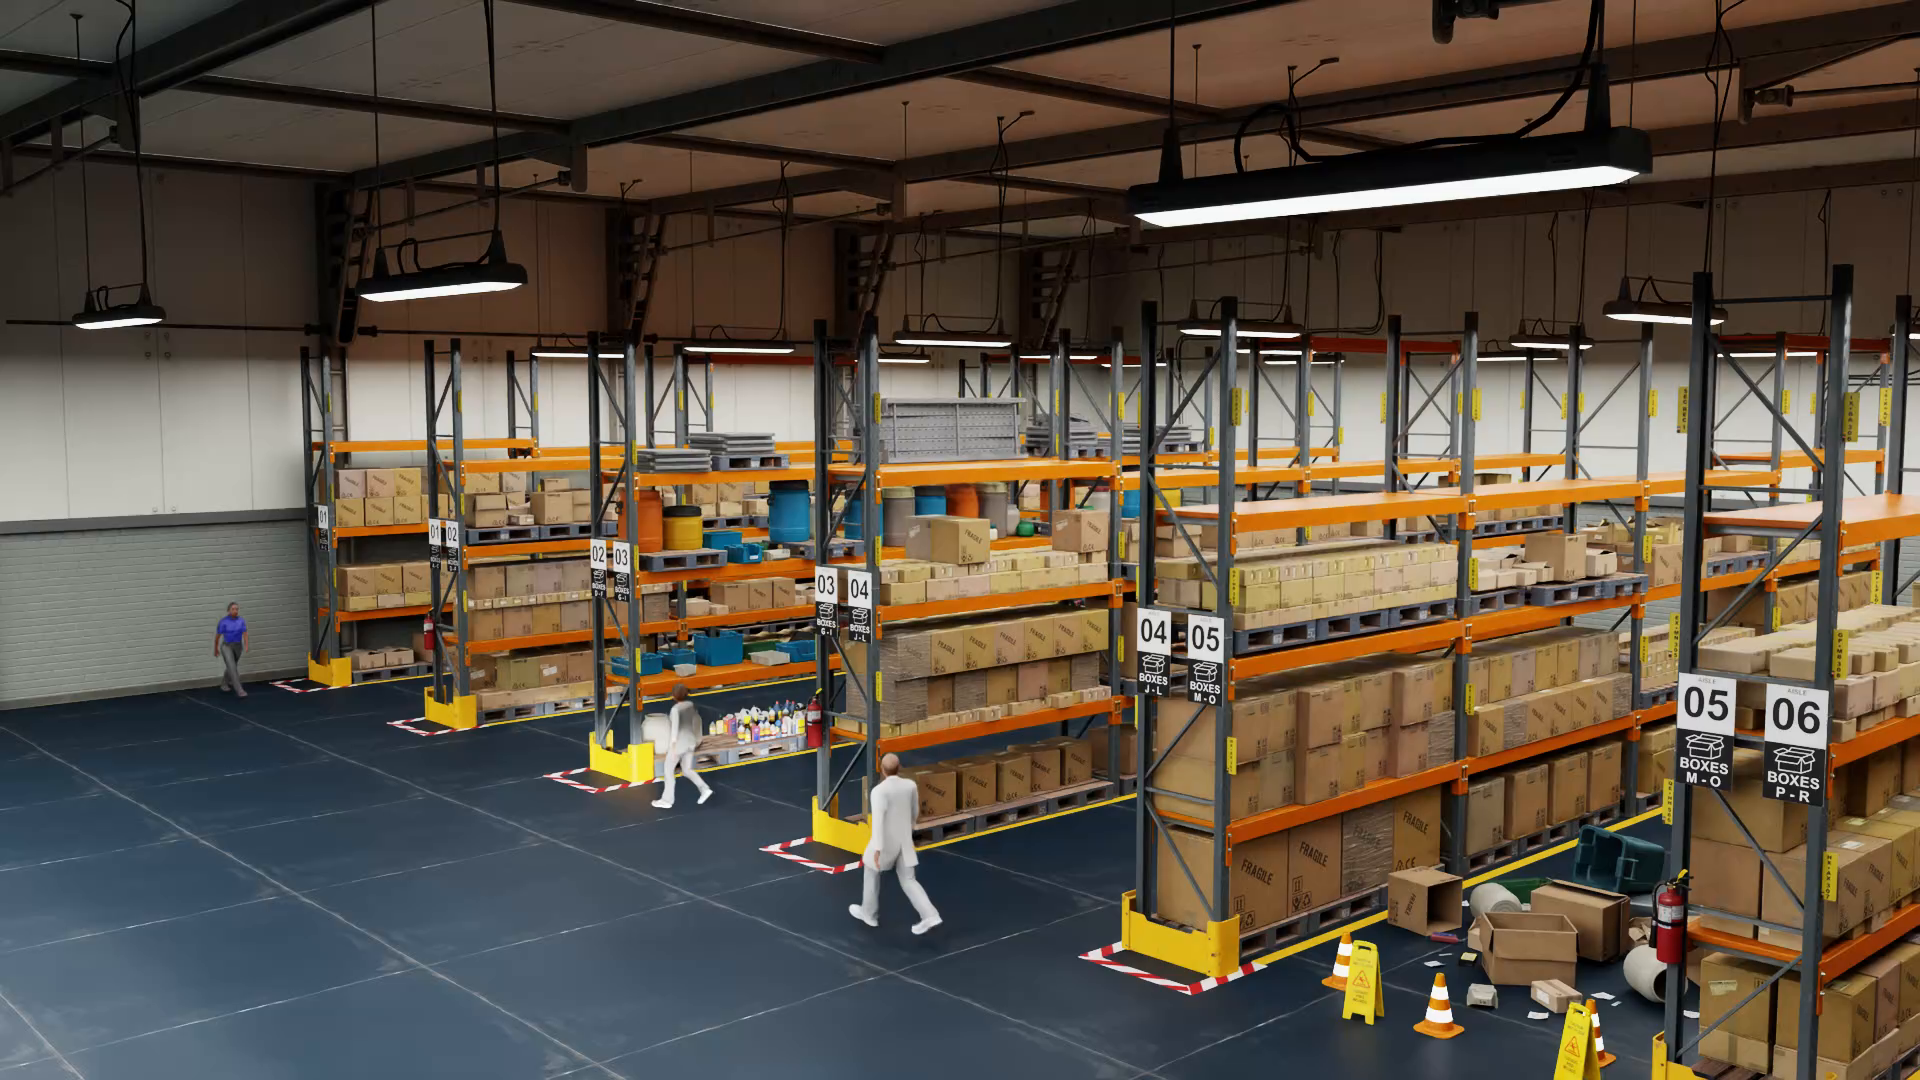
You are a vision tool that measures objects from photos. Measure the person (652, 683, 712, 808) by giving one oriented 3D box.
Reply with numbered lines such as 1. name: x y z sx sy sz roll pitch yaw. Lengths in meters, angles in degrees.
1. person: -3.443 2.555 20.652 0.808 1.564 0.439 3 6 28

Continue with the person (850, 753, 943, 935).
1. person: -0.628 2.904 15.929 0.654 1.721 1.190 -4 6 -36

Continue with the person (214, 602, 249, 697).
1. person: -12.419 1.858 28.386 1.059 1.561 0.489 5 7 43
